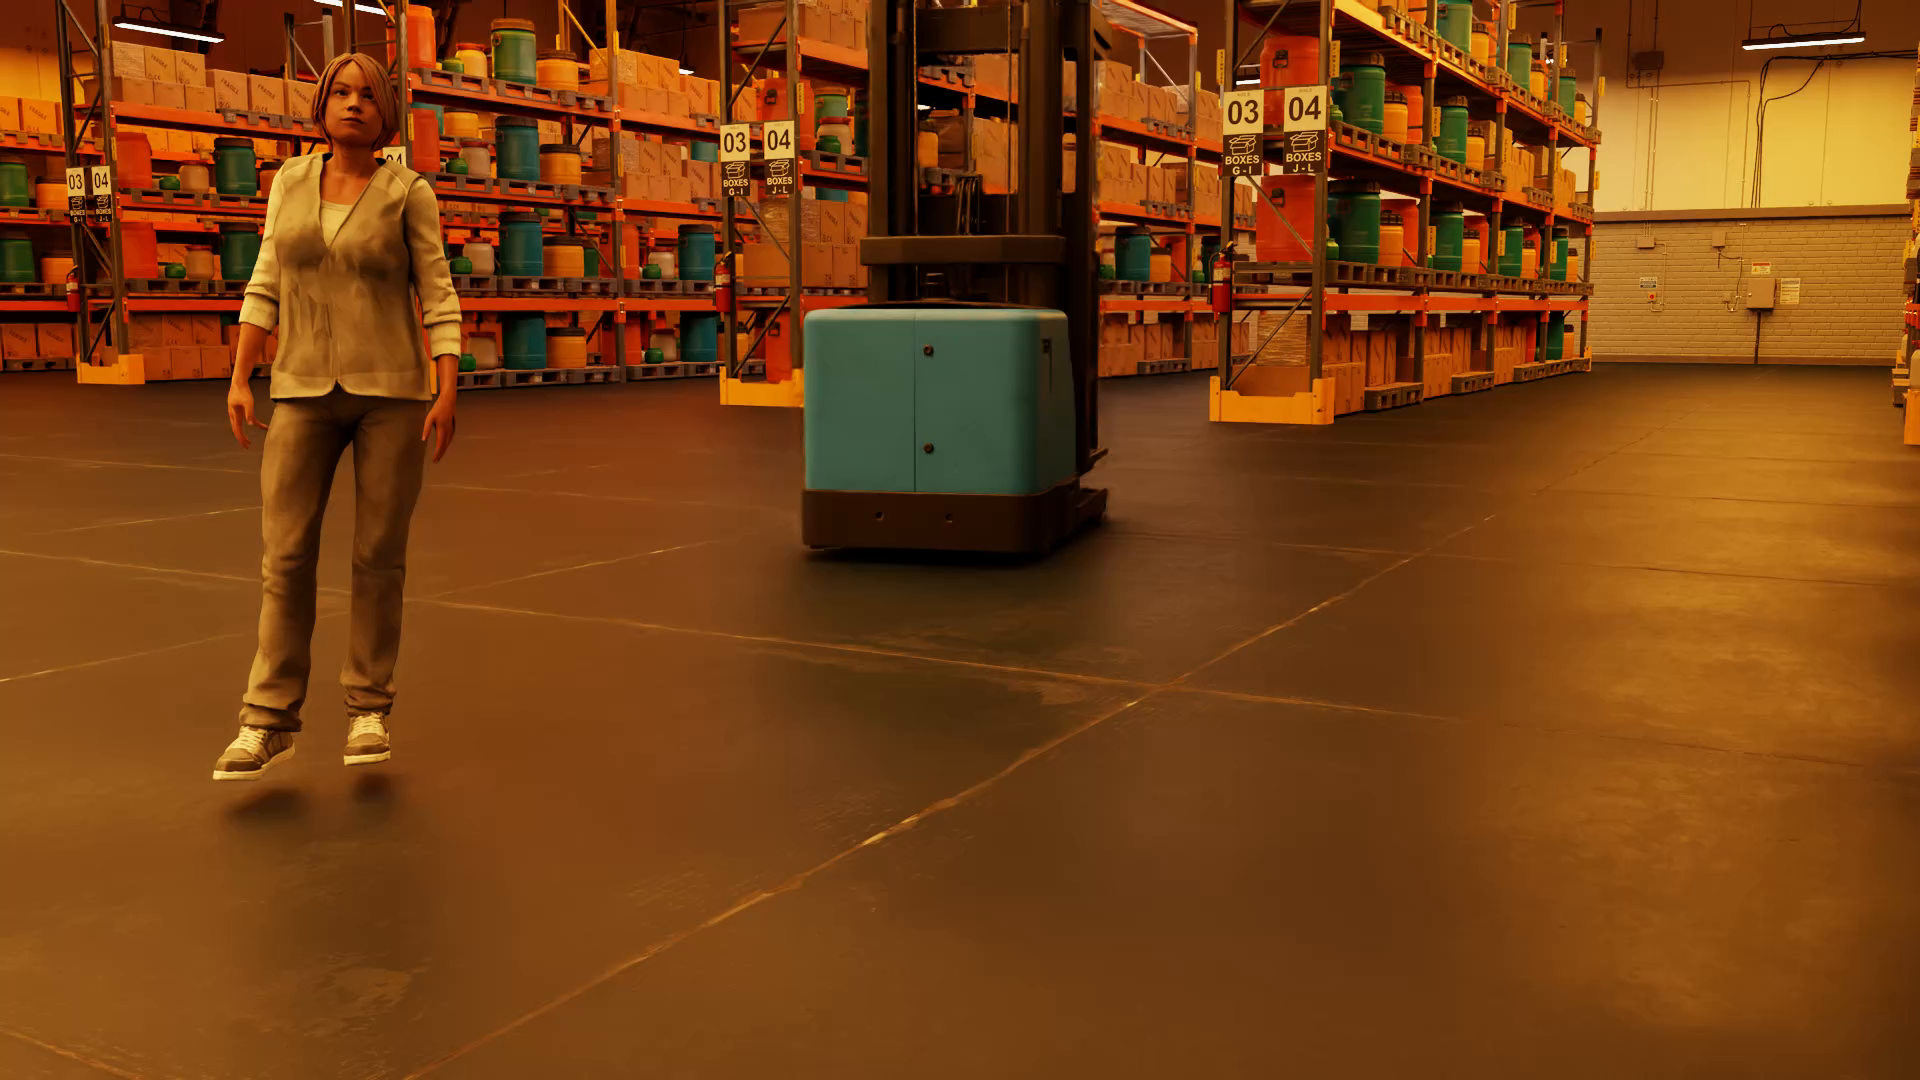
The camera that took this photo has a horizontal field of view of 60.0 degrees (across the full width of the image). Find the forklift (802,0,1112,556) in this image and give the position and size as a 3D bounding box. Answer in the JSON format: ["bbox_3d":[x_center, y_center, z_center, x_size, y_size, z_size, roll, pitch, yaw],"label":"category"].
[{"bbox_3d":[0.147,-1.543,8.274,1.130,2.935,3.031,2,8,13],"label":"forklift"}]

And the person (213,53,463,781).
[{"bbox_3d":[-1.391,-0.289,3.722,0.520,1.597,0.475,-1,8,-7],"label":"person"}]
